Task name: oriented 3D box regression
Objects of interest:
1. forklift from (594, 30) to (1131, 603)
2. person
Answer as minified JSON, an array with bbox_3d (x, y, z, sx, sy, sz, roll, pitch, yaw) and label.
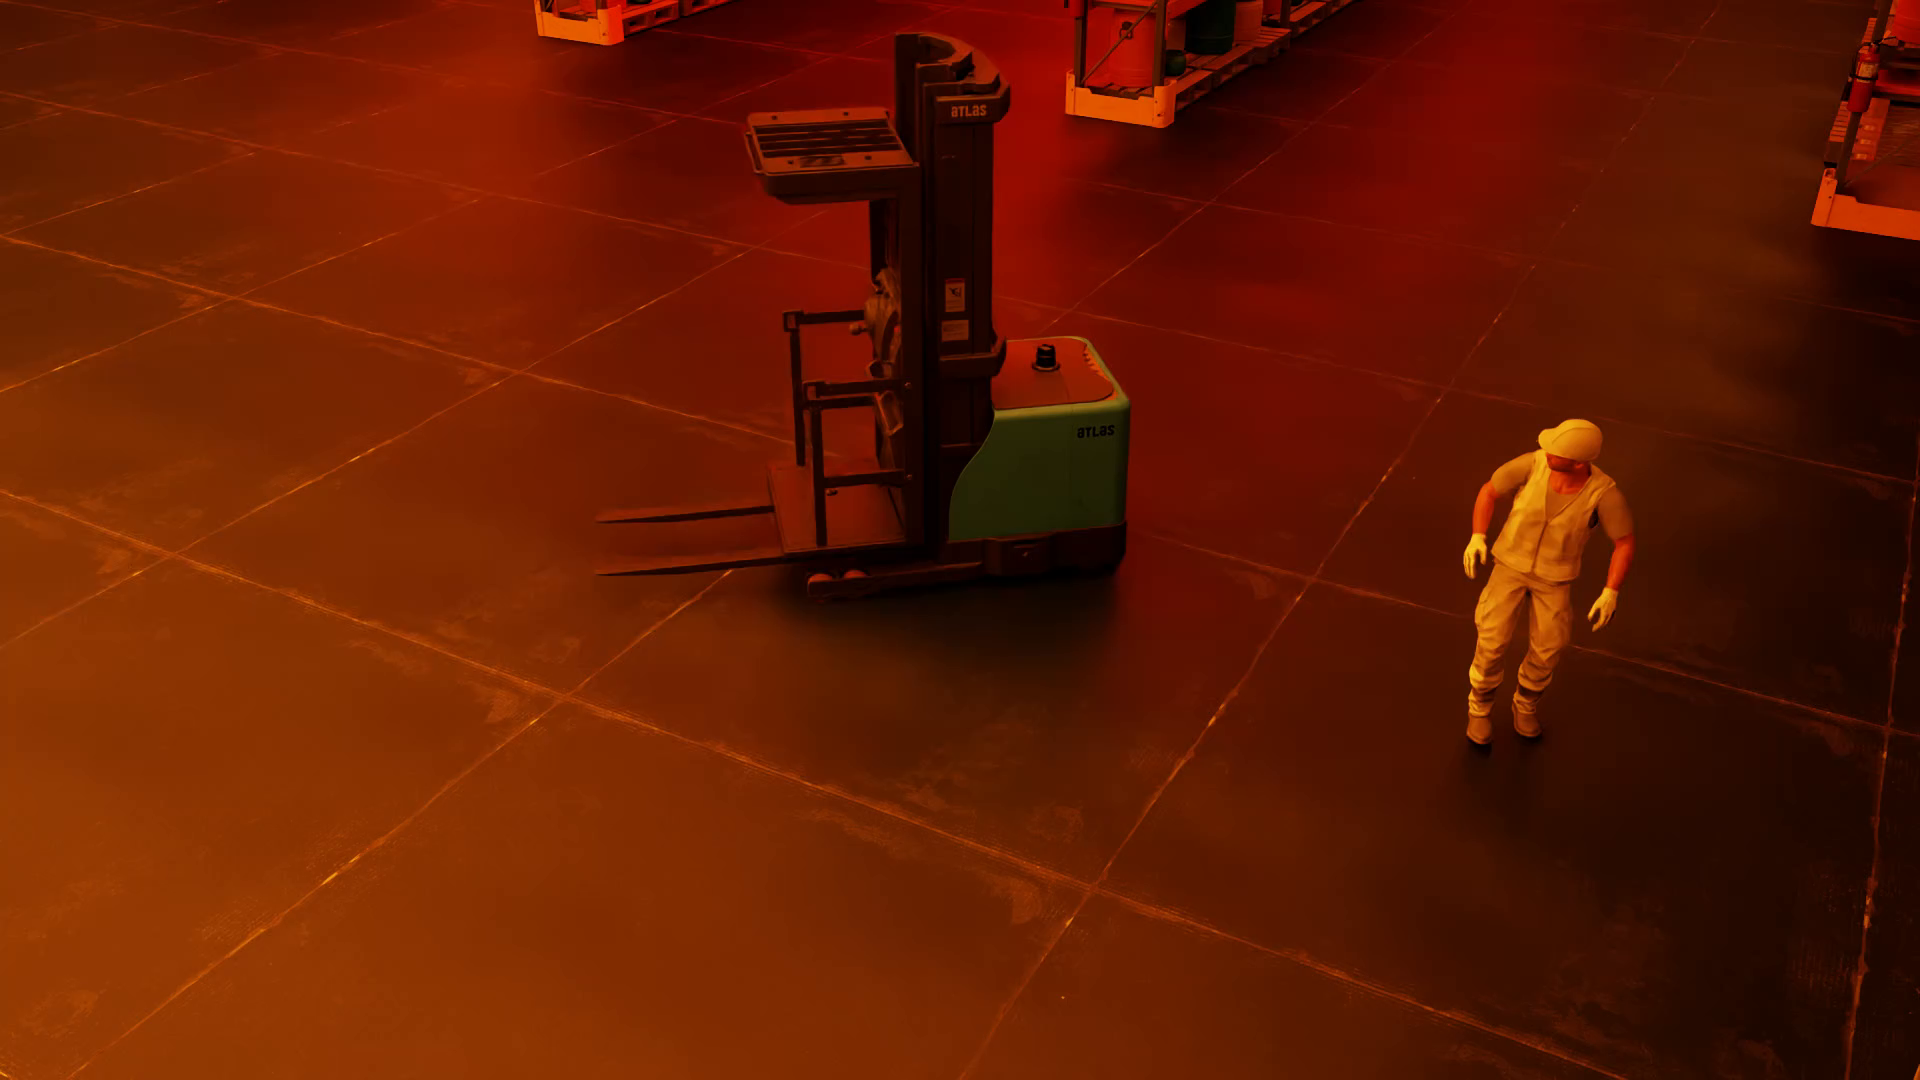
[{"bbox_3d":[-0.606,-1.200,9.149,3.031,2.935,1.130,-6,30,-10],"label":"forklift"},{"bbox_3d":[2.768,0.202,7.910,0.739,1.747,0.515,11,32,19],"label":"person"}]
